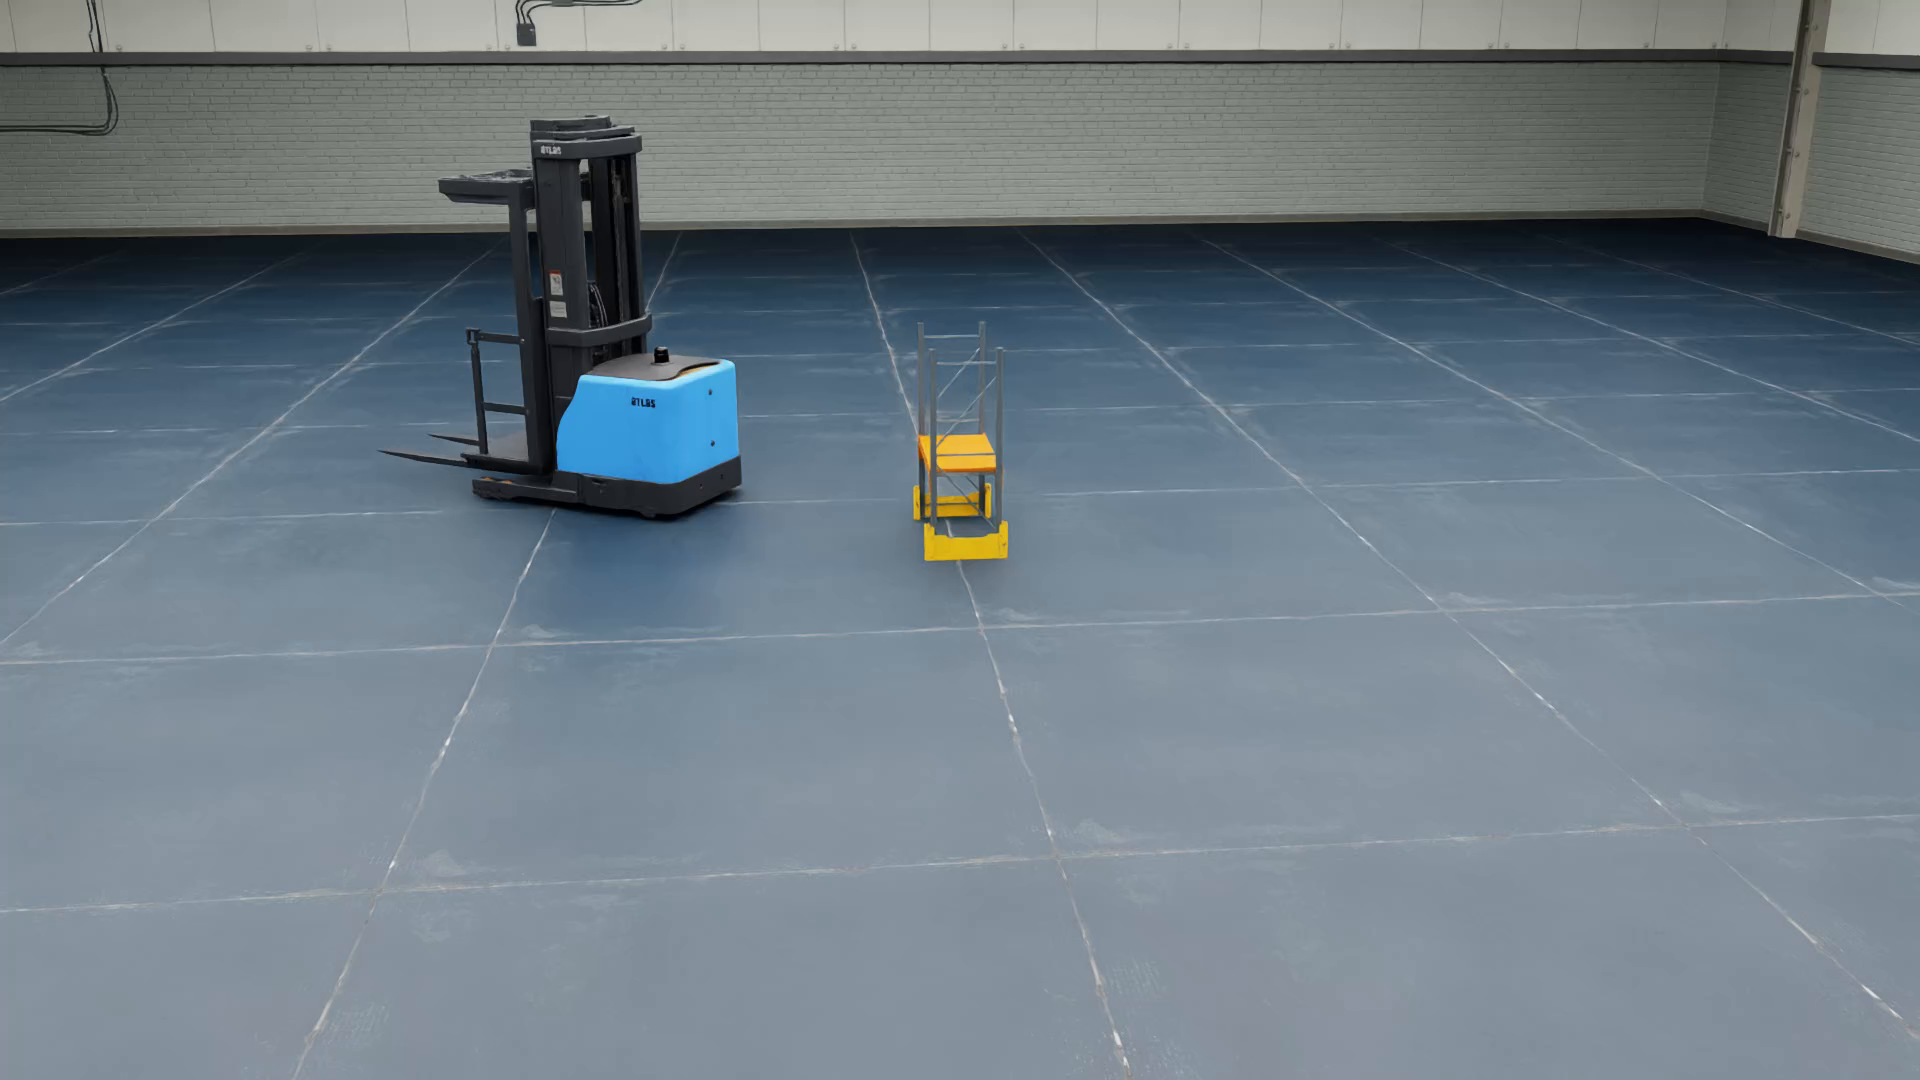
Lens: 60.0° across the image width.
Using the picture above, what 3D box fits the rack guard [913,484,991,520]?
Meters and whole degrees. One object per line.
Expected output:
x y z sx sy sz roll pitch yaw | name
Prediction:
-0.059 -0.290 12.685 0.587 0.250 0.087 -2 18 -6 | rack guard

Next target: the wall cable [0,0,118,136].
-15.942 -8.067 28.033 3.097 2.526 0.112 -2 18 -6 | wall cable

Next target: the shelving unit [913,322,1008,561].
-0.008 -0.738 12.025 0.587 1.500 1.083 -2 18 -6 | shelving unit

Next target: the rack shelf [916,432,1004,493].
-0.009 -0.569 12.087 0.538 0.185 1.000 -2 18 -6 | rack shelf

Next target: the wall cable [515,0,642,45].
-6.498 -11.459 27.977 2.305 6.003 0.169 -2 18 -6 | wall cable

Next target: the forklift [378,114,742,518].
-3.319 -1.839 13.143 3.031 2.935 1.130 8 19 23 | forklift

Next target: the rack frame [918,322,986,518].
-0.061 -0.892 12.516 0.500 1.500 0.032 -2 18 -6 | rack frame

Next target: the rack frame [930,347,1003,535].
0.044 -0.590 11.551 0.500 1.500 0.032 -2 18 -6 | rack frame

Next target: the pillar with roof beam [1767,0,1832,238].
10.096 -9.470 27.318 9.100 9.000 0.400 -2 18 -6 | pillar with roof beam

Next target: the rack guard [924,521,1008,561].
0.044 0.006 11.739 0.587 0.250 0.087 -2 18 -6 | rack guard
